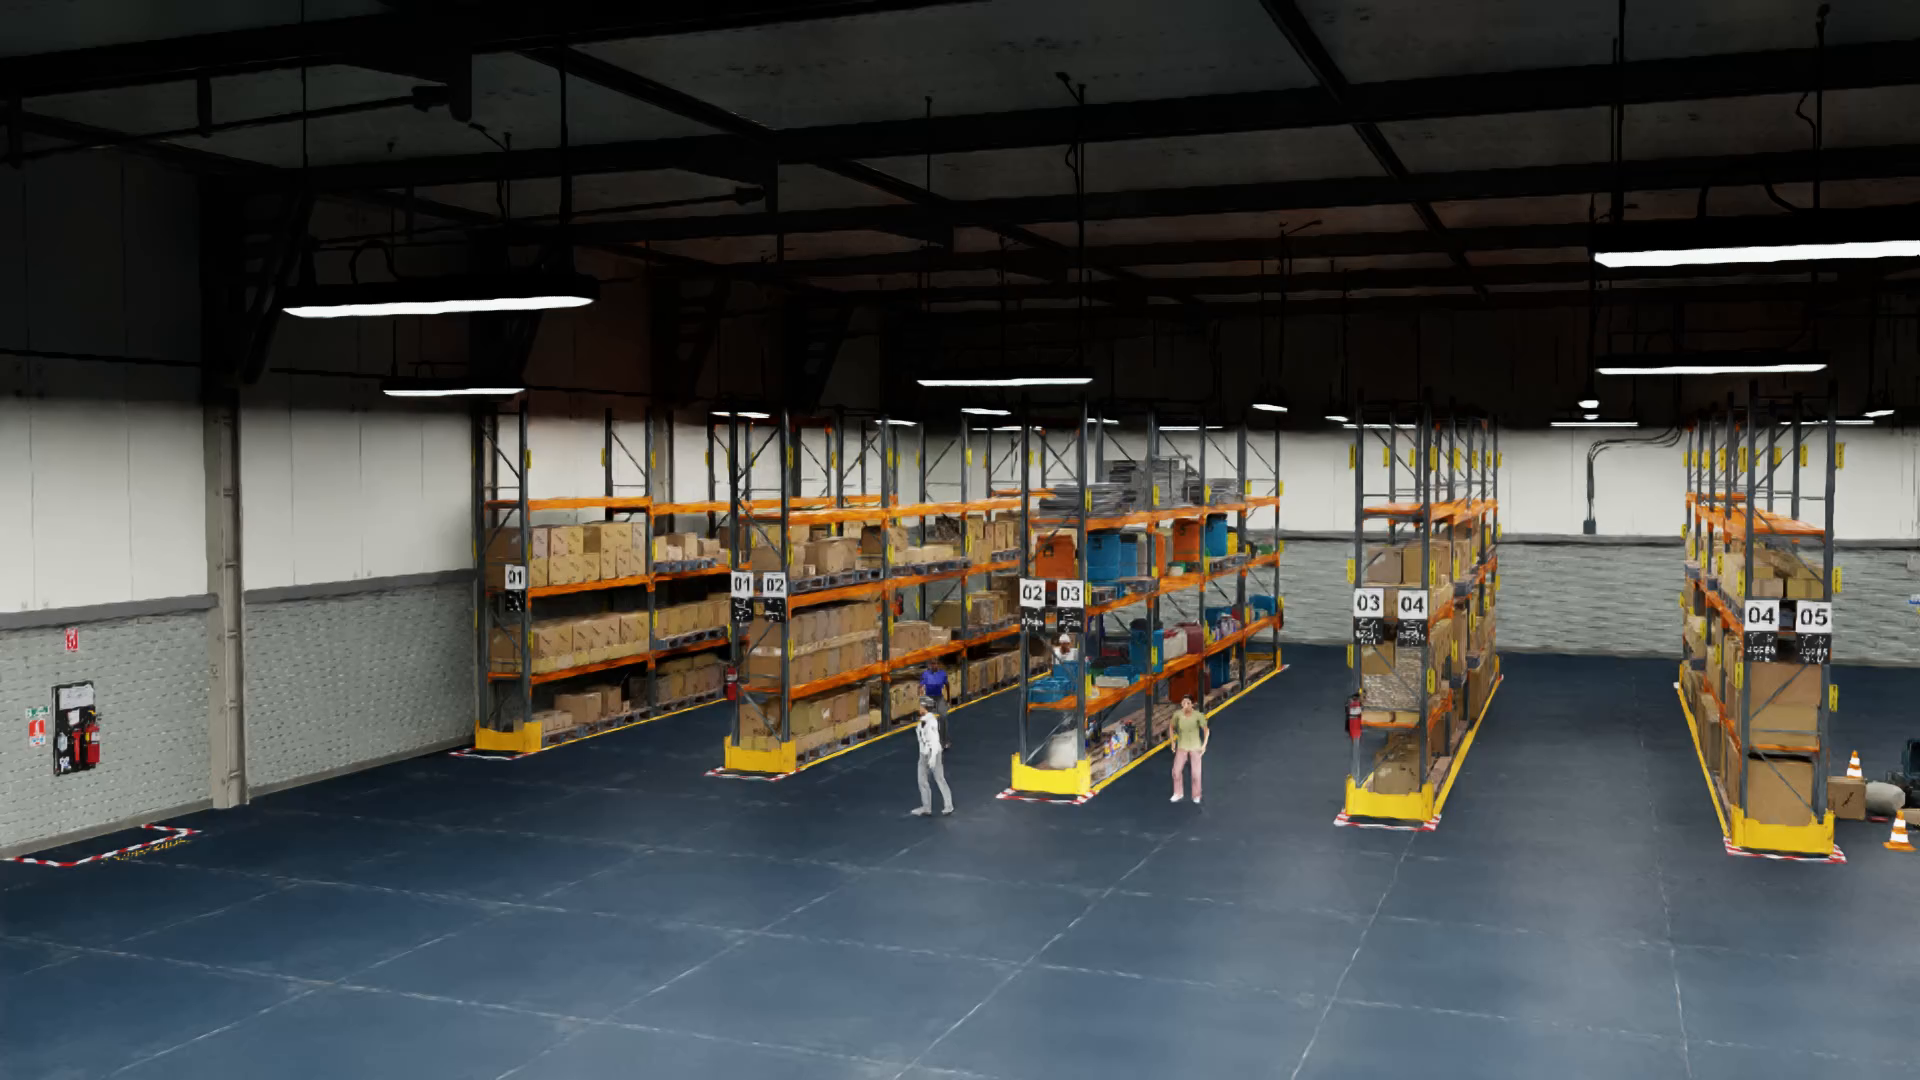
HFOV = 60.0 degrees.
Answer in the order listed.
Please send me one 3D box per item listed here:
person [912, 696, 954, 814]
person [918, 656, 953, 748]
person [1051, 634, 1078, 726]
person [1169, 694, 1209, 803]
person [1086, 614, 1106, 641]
[{"bbox_3d":[-0.383,3.035,23.485,0.566,1.658,0.507,-1,3,-22],"label":"person"},{"bbox_3d":[-0.417,2.799,28.884,0.617,1.576,0.812,0,3,3],"label":"person"},{"bbox_3d":[1.978,2.612,31.315,0.566,1.706,1.122,1,3,23],"label":"person"},{"bbox_3d":[3.320,3.023,24.163,0.598,1.618,0.507,1,3,19],"label":"person"},{"bbox_3d":[3.689,1.979,45.717,0.479,1.564,0.985,2,3,30],"label":"person"}]
